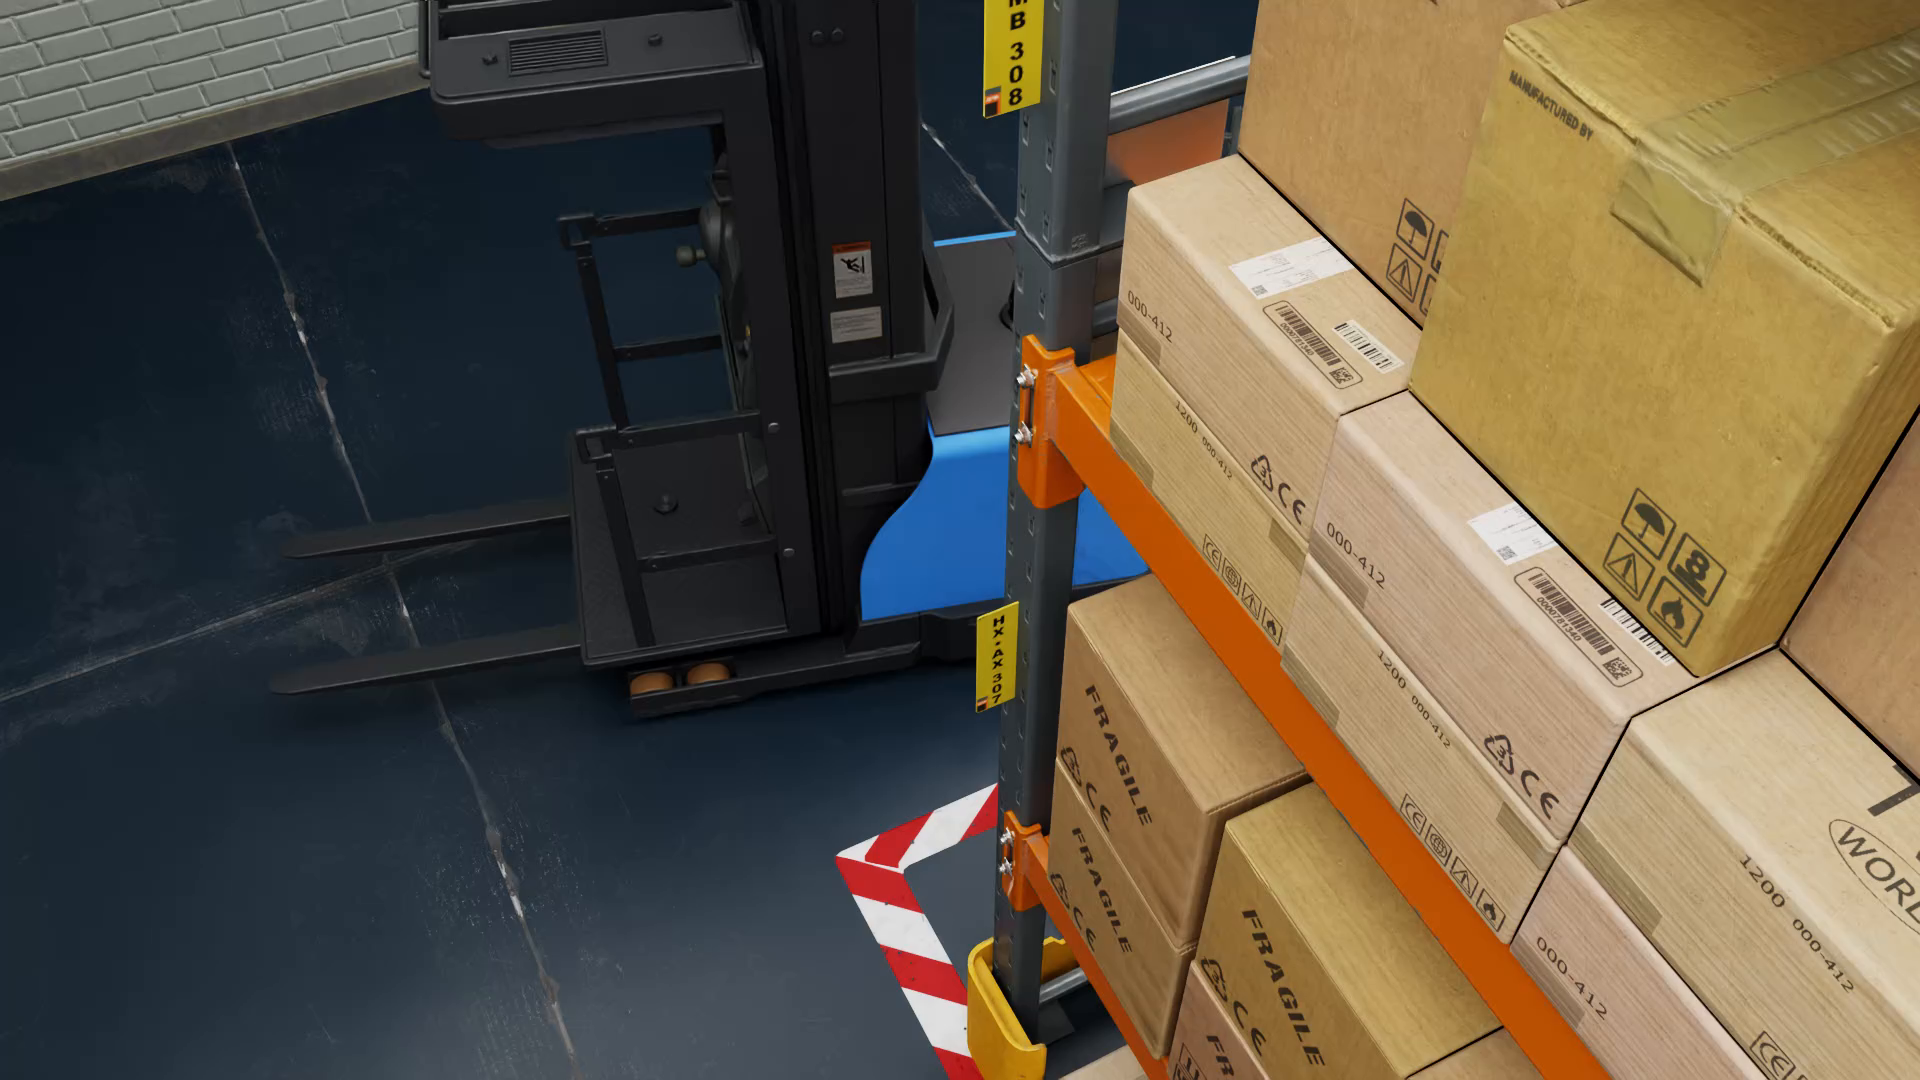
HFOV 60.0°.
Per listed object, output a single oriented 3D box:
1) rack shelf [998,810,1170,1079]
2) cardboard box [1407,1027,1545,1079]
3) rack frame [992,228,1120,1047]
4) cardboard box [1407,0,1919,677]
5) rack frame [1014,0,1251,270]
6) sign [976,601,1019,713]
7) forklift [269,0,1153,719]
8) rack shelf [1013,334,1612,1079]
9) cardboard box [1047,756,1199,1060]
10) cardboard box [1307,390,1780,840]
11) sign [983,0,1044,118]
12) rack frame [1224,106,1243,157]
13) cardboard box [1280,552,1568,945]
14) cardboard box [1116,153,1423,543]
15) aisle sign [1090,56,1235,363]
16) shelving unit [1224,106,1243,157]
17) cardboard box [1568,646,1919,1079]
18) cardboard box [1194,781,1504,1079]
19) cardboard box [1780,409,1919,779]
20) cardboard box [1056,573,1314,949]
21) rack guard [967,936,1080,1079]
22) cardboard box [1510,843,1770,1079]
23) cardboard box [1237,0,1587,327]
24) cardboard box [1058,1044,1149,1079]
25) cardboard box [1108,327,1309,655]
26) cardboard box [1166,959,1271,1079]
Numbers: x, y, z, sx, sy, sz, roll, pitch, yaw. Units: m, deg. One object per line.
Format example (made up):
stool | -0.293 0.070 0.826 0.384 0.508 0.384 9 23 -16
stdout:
rack shelf | 1.477 1.920 3.056 1.077 0.370 4.000 -21 52 -18
cardboard box | 1.001 1.054 2.604 0.500 0.500 0.500 -21 52 -17
rack frame | 0.562 0.345 3.956 1.000 3.000 0.127 -21 52 -18
cardboard box | 0.965 -0.303 1.799 0.700 0.500 0.500 -21 52 -18
rack frame | 0.562 -1.630 1.697 1.000 3.000 0.127 -21 52 -18
sign | 0.080 0.247 3.466 0.100 0.325 0.005 -21 52 -18
forklift | -0.877 -0.794 4.997 3.031 2.935 1.130 -9 49 -8
rack shelf | 1.477 0.933 1.927 1.077 0.370 4.000 -21 52 -18
cardboard box | 0.531 0.700 3.579 0.500 0.500 0.500 -20 52 -17
cardboard box | 0.788 0.013 2.021 0.500 0.250 0.500 -21 52 -18
sign | 0.080 -0.743 2.334 0.100 0.325 0.005 -21 52 -18
rack frame | 0.748 -0.907 6.047 0.400 1.500 0.023 -9 50 -8
cardboard box | 0.788 0.177 2.209 0.500 0.250 0.500 -21 52 -18
cardboard box | 0.566 -0.324 2.316 0.500 0.250 0.500 -21 52 -18
aisle sign | 0.270 -0.456 2.929 0.394 0.787 0.004 -21 52 -18
shelving unit | 0.828 -0.638 5.811 0.431 1.500 0.755 -9 50 -8
cardboard box | 1.023 0.345 1.730 0.500 0.250 0.500 -21 52 -18
cardboard box | 0.776 0.718 2.899 0.500 0.500 0.500 -21 52 -17
cardboard box | 1.289 -0.005 1.538 0.700 0.500 0.500 -21 52 -18
cardboard box | 0.531 0.371 3.202 0.500 0.500 0.500 -20 52 -16
rack guard | 0.597 1.219 4.852 1.175 0.500 0.348 -21 52 -18
cardboard box | 1.019 0.511 1.917 0.500 0.250 0.500 -21 52 -18
cardboard box | 0.812 -0.667 2.117 0.700 0.500 0.500 -21 52 -18
cardboard box | 0.448 1.537 4.514 0.380 0.149 0.250 -21 52 -18
cardboard box | 0.571 -0.162 2.506 0.500 0.250 0.500 -21 52 -18
cardboard box | 0.771 1.043 3.278 0.500 0.500 0.500 -22 52 -18
